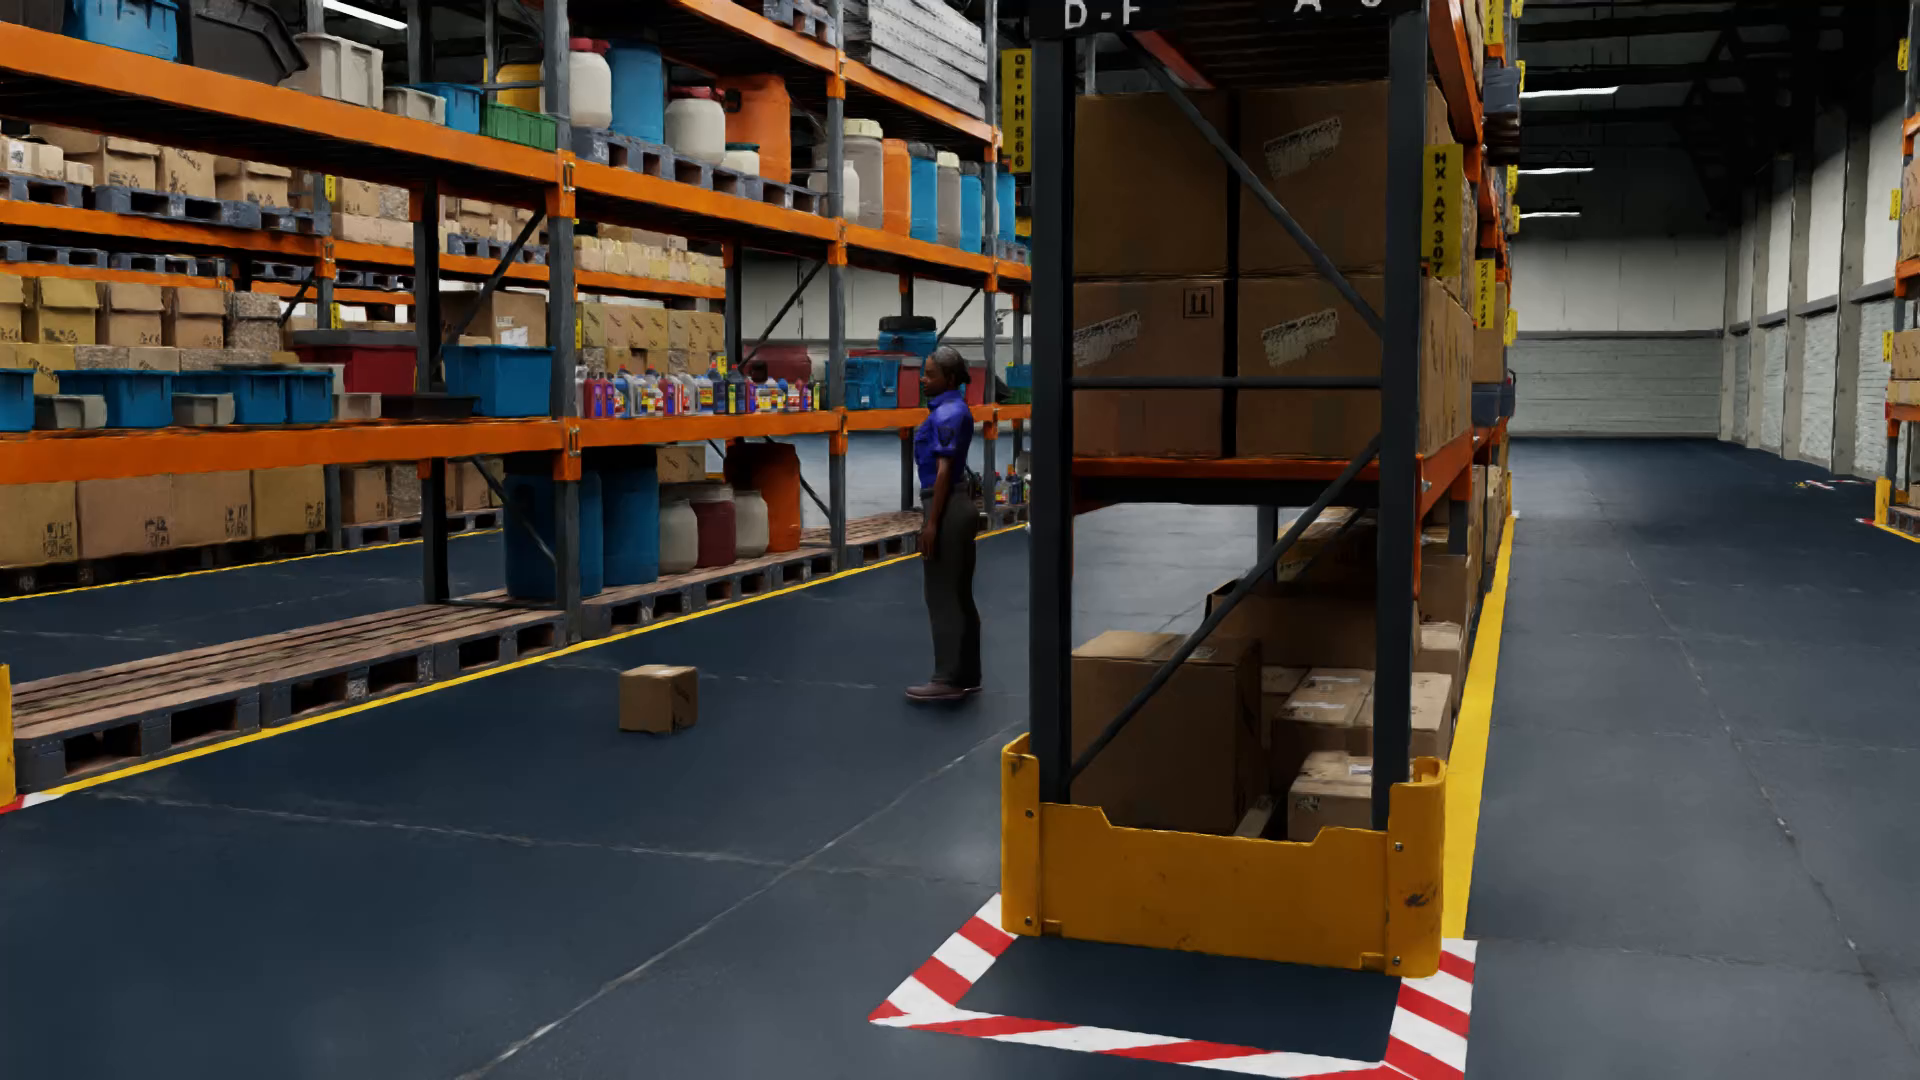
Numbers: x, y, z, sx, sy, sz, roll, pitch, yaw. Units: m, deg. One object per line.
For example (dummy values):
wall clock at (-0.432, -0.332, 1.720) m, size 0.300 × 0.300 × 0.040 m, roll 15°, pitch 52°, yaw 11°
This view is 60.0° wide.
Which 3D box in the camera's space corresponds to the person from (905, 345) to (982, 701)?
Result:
person at (-0.078, -0.078, 7.844) m, size 0.343 × 1.670 × 0.537 m, roll 1°, pitch 5°, yaw 10°
